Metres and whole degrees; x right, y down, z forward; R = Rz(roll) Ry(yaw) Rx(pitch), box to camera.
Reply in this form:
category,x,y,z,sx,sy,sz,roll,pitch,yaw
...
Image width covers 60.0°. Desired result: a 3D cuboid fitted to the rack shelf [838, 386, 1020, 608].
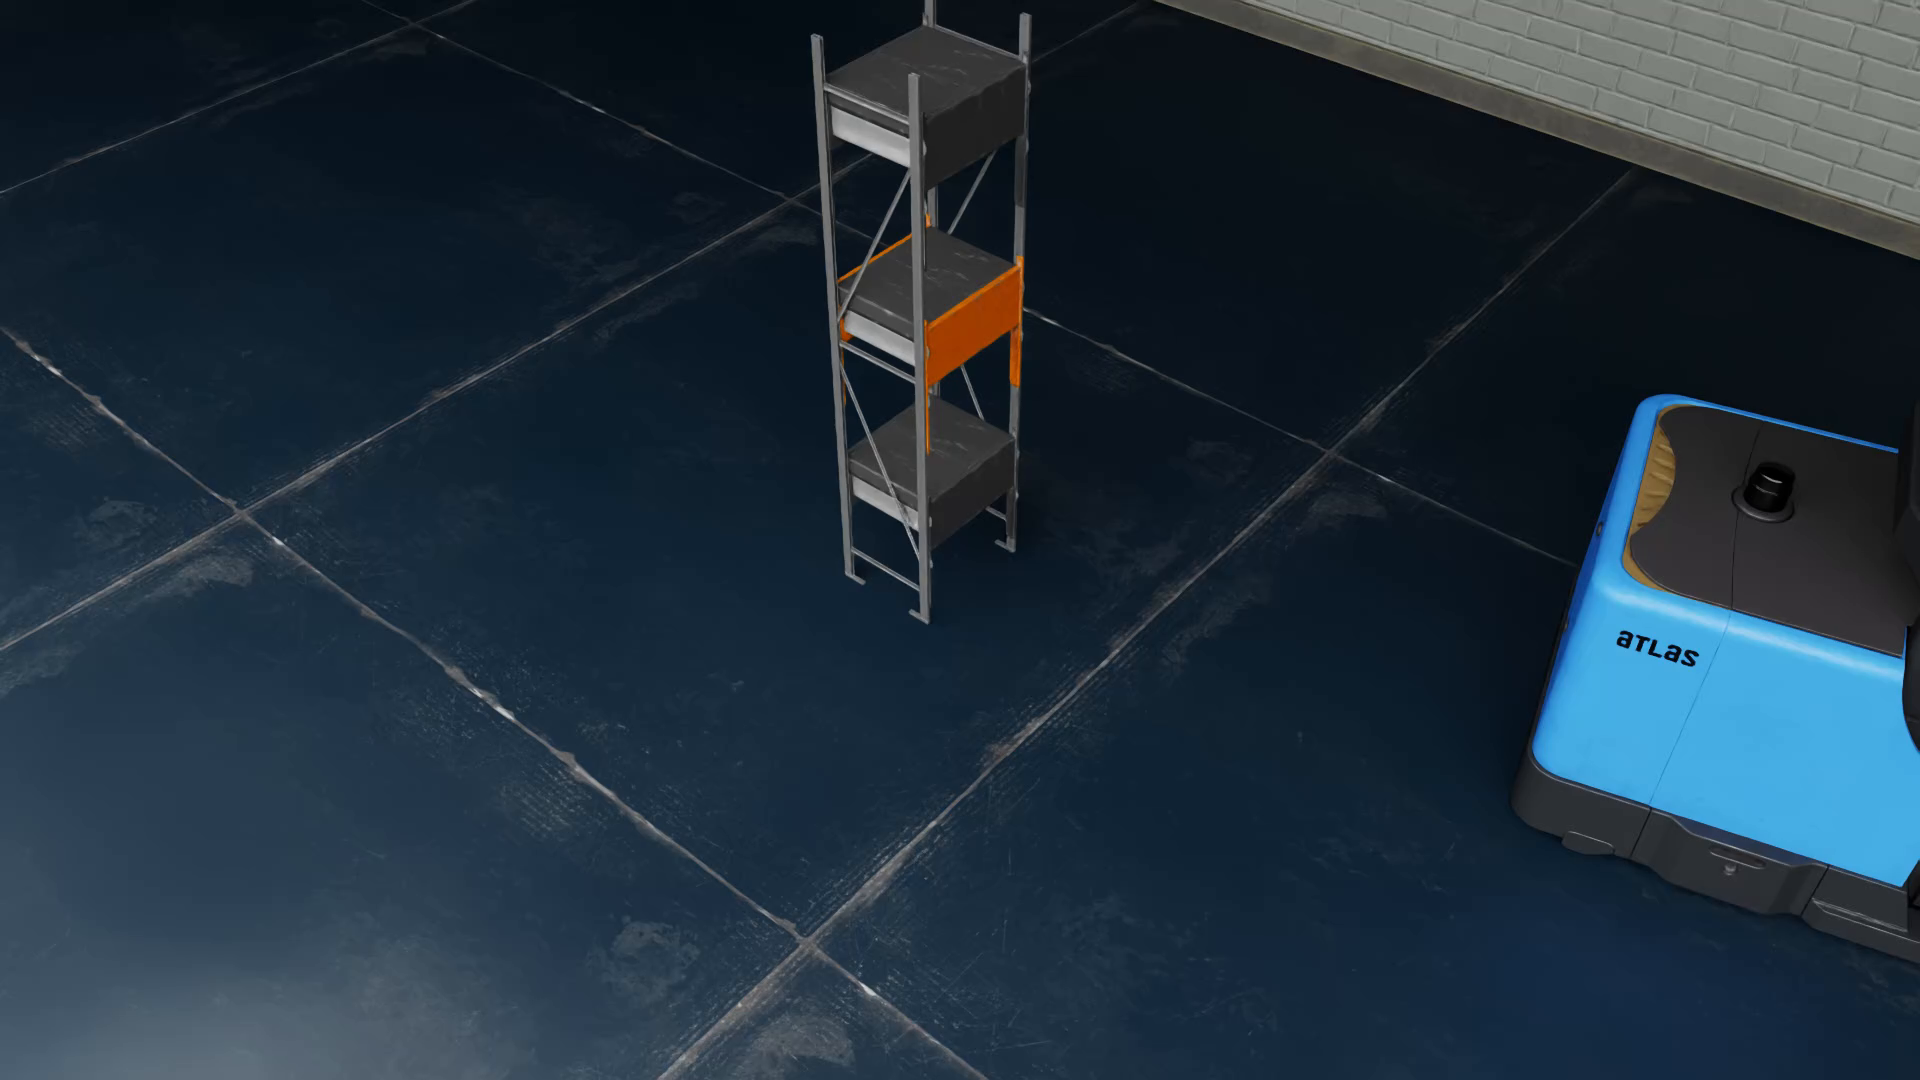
category,x,y,z,sx,sy,sz,roll,pitch,yaw
rack shelf,-0.107,-0.164,5.930,0.431,0.518,0.480,29,50,28

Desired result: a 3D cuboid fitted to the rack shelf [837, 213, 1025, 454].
category,x,y,z,sx,sy,sz,roll,pitch,yaw
rack shelf,-0.107,-0.682,5.459,0.431,0.518,0.480,29,50,28

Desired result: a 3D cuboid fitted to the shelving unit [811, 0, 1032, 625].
category,x,y,z,sx,sy,sz,roll,pitch,yaw
shelving unit,-0.107,-0.692,5.450,0.431,2.100,0.503,29,50,28

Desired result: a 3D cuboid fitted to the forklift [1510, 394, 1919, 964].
category,x,y,z,sx,sy,sz,roll,pitch,yaw
forklift,3.291,-0.053,4.130,3.031,2.935,1.130,17,45,18

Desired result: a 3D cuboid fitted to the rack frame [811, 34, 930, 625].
category,x,y,z,sx,sy,sz,roll,pitch,yaw
rack frame,-0.264,-0.566,5.312,0.400,2.100,0.015,29,50,28

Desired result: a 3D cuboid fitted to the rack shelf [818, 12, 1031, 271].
category,x,y,z,sx,sy,sz,roll,pitch,yaw
rack shelf,-0.107,-1.199,4.988,0.431,0.518,0.480,29,50,28

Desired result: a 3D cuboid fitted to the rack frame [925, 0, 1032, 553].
category,x,y,z,sx,sy,sz,roll,pitch,yaw
rack frame,0.050,-0.817,5.588,0.400,2.100,0.015,29,50,28
